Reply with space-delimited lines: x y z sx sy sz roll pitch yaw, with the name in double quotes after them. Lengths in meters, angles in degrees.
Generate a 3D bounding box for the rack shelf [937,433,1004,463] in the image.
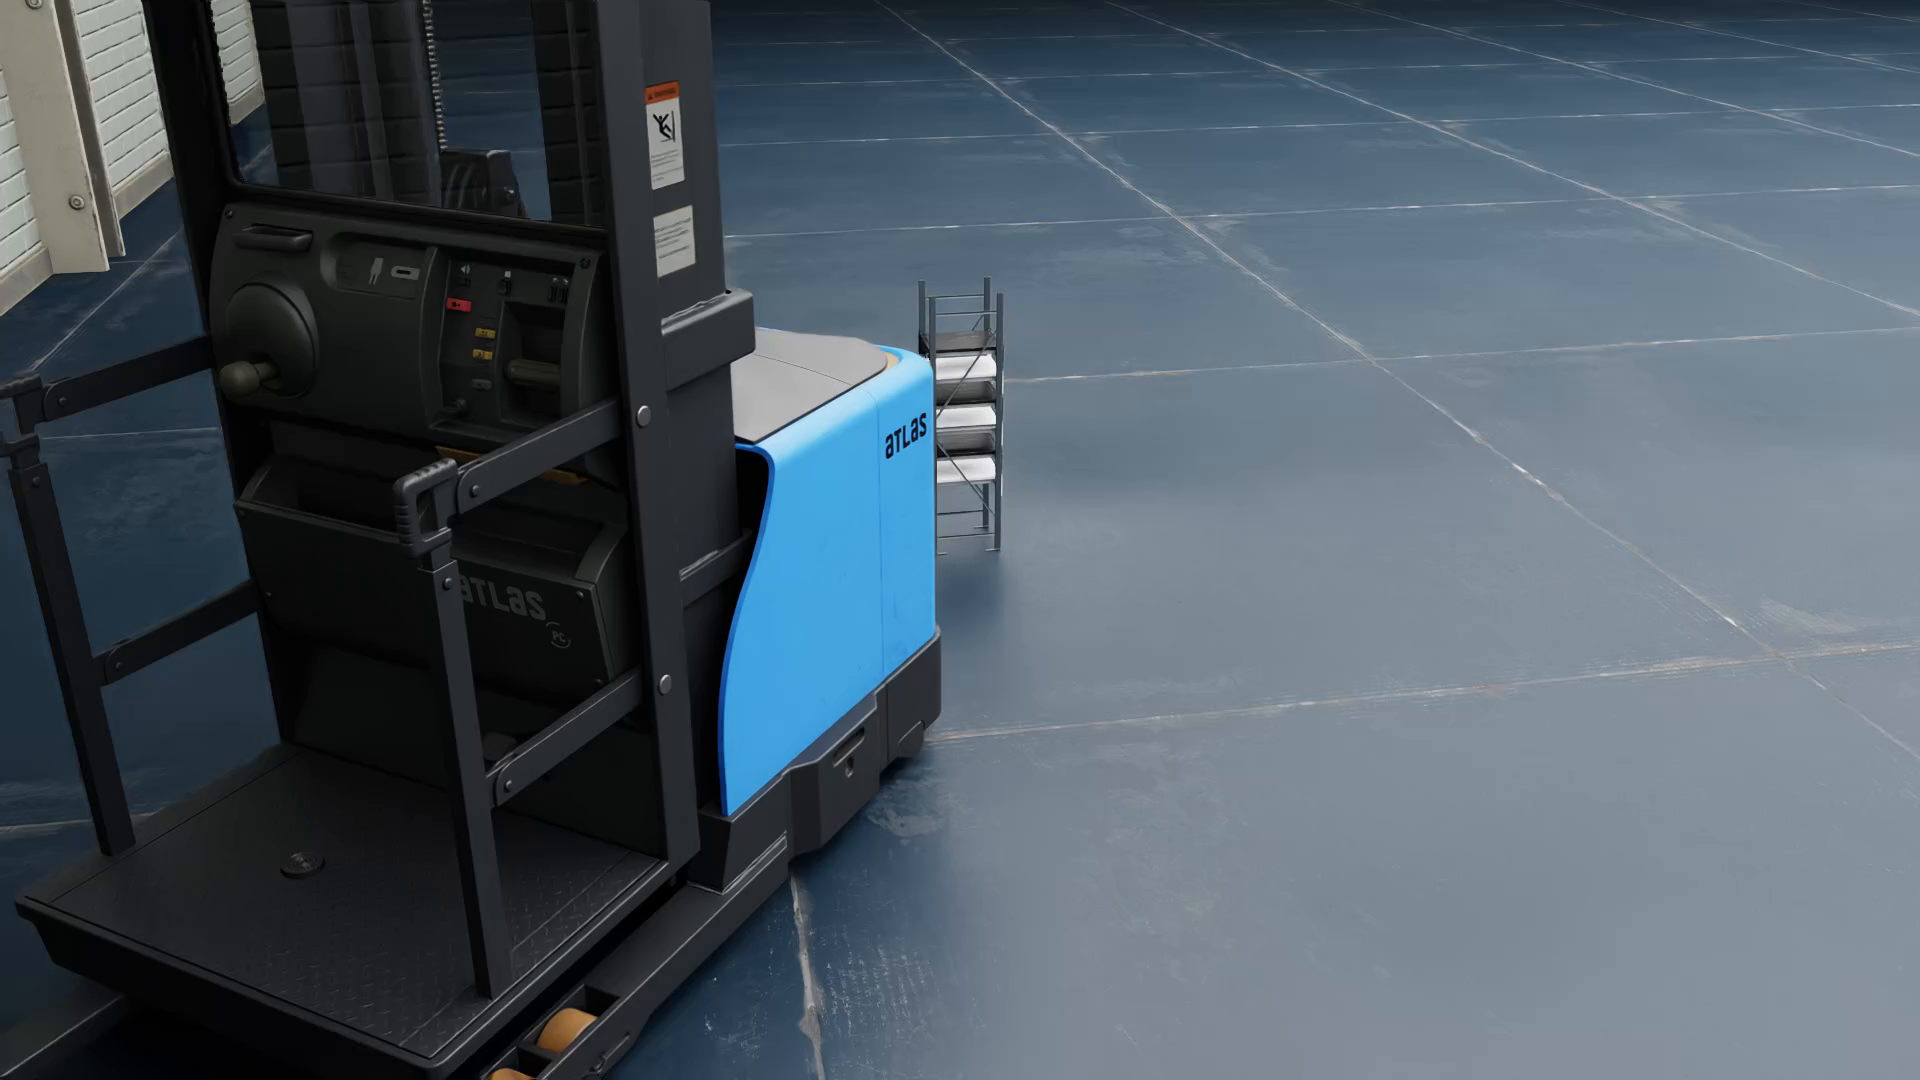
0.001 -0.296 5.612 0.258 0.077 0.200 -4 24 -10 "rack shelf"

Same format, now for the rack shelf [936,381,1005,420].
0.001 -0.461 5.540 0.258 0.077 0.200 -4 24 -10 "rack shelf"

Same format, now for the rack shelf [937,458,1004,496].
0.001 -0.214 5.648 0.258 0.077 0.200 -4 24 -10 "rack shelf"

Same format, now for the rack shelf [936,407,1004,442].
0.001 -0.379 5.576 0.258 0.077 0.200 -4 24 -10 "rack shelf"

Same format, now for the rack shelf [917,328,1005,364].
0.001 -0.626 5.468 0.258 0.077 0.200 -4 24 -10 "rack shelf"

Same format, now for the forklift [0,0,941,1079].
-1.162 -0.387 2.975 1.130 2.935 3.031 11 26 24 "forklift"

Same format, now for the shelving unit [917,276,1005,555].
0.001 -0.409 5.563 0.258 0.900 0.210 -4 24 -10 "shelving unit"

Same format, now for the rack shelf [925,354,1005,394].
0.001 -0.544 5.504 0.258 0.077 0.200 -4 24 -10 "rack shelf"

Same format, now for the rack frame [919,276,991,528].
-0.017 -0.449 5.654 0.240 0.900 0.006 -4 24 -10 "rack frame"

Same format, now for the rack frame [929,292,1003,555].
0.020 -0.369 5.471 0.240 0.900 0.006 -4 24 -10 "rack frame"

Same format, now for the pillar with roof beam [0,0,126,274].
-0.641 -5.984 8.208 9.100 9.000 0.400 -4 24 -10 "pillar with roof beam"

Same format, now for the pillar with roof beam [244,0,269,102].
-1.750 -8.344 13.612 9.100 9.000 0.400 -4 24 -10 "pillar with roof beam"
